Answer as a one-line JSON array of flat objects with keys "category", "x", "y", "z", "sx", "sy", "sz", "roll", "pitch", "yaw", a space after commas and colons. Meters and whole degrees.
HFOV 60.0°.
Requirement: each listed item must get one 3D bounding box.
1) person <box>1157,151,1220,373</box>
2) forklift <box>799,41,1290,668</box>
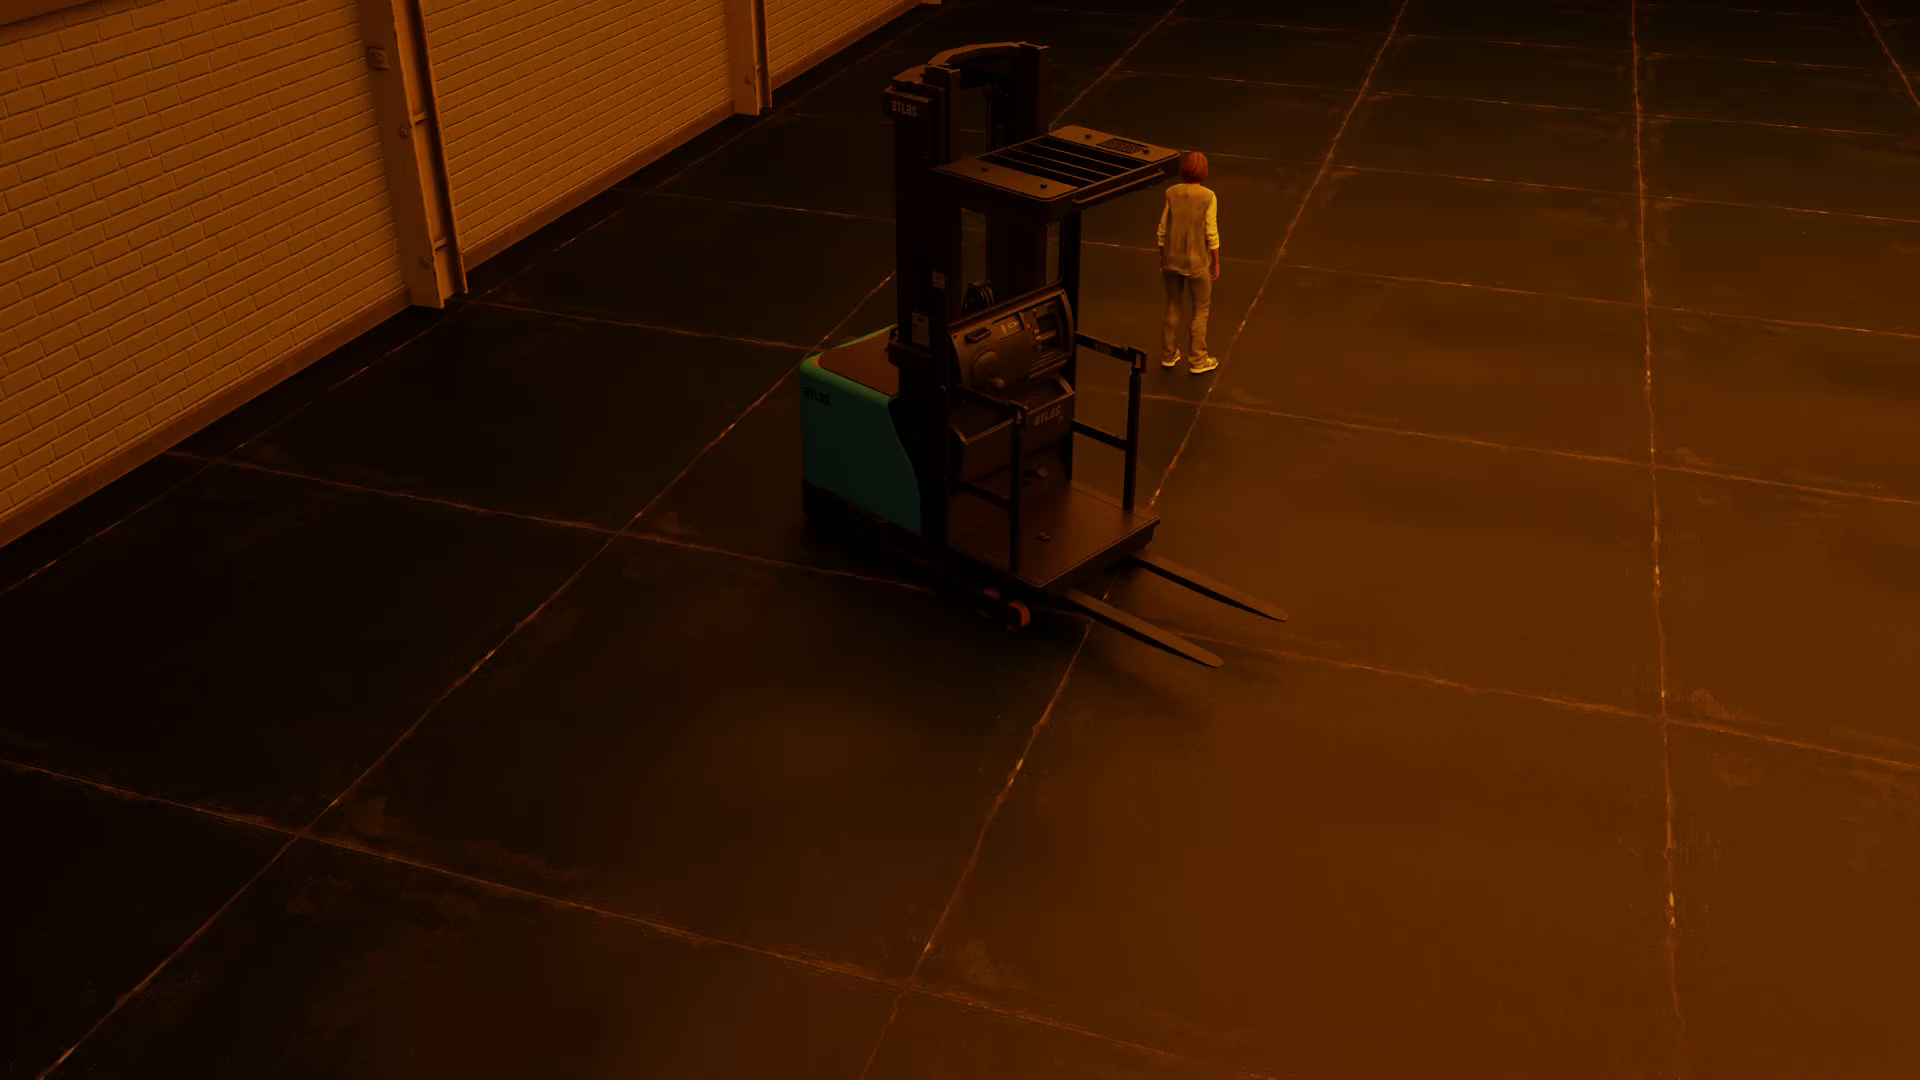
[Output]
[{"category": "person", "x": 1.645, "y": -1.988, "z": 11.975, "sx": 0.485, "sy": 1.593, "sz": 0.342, "roll": 16, "pitch": 34, "yaw": 26}, {"category": "forklift", "x": 0.449, "y": -1.062, "z": 9.000, "sx": 3.031, "sy": 2.935, "sz": 1.130, "roll": 25, "pitch": 38, "yaw": 37}]
